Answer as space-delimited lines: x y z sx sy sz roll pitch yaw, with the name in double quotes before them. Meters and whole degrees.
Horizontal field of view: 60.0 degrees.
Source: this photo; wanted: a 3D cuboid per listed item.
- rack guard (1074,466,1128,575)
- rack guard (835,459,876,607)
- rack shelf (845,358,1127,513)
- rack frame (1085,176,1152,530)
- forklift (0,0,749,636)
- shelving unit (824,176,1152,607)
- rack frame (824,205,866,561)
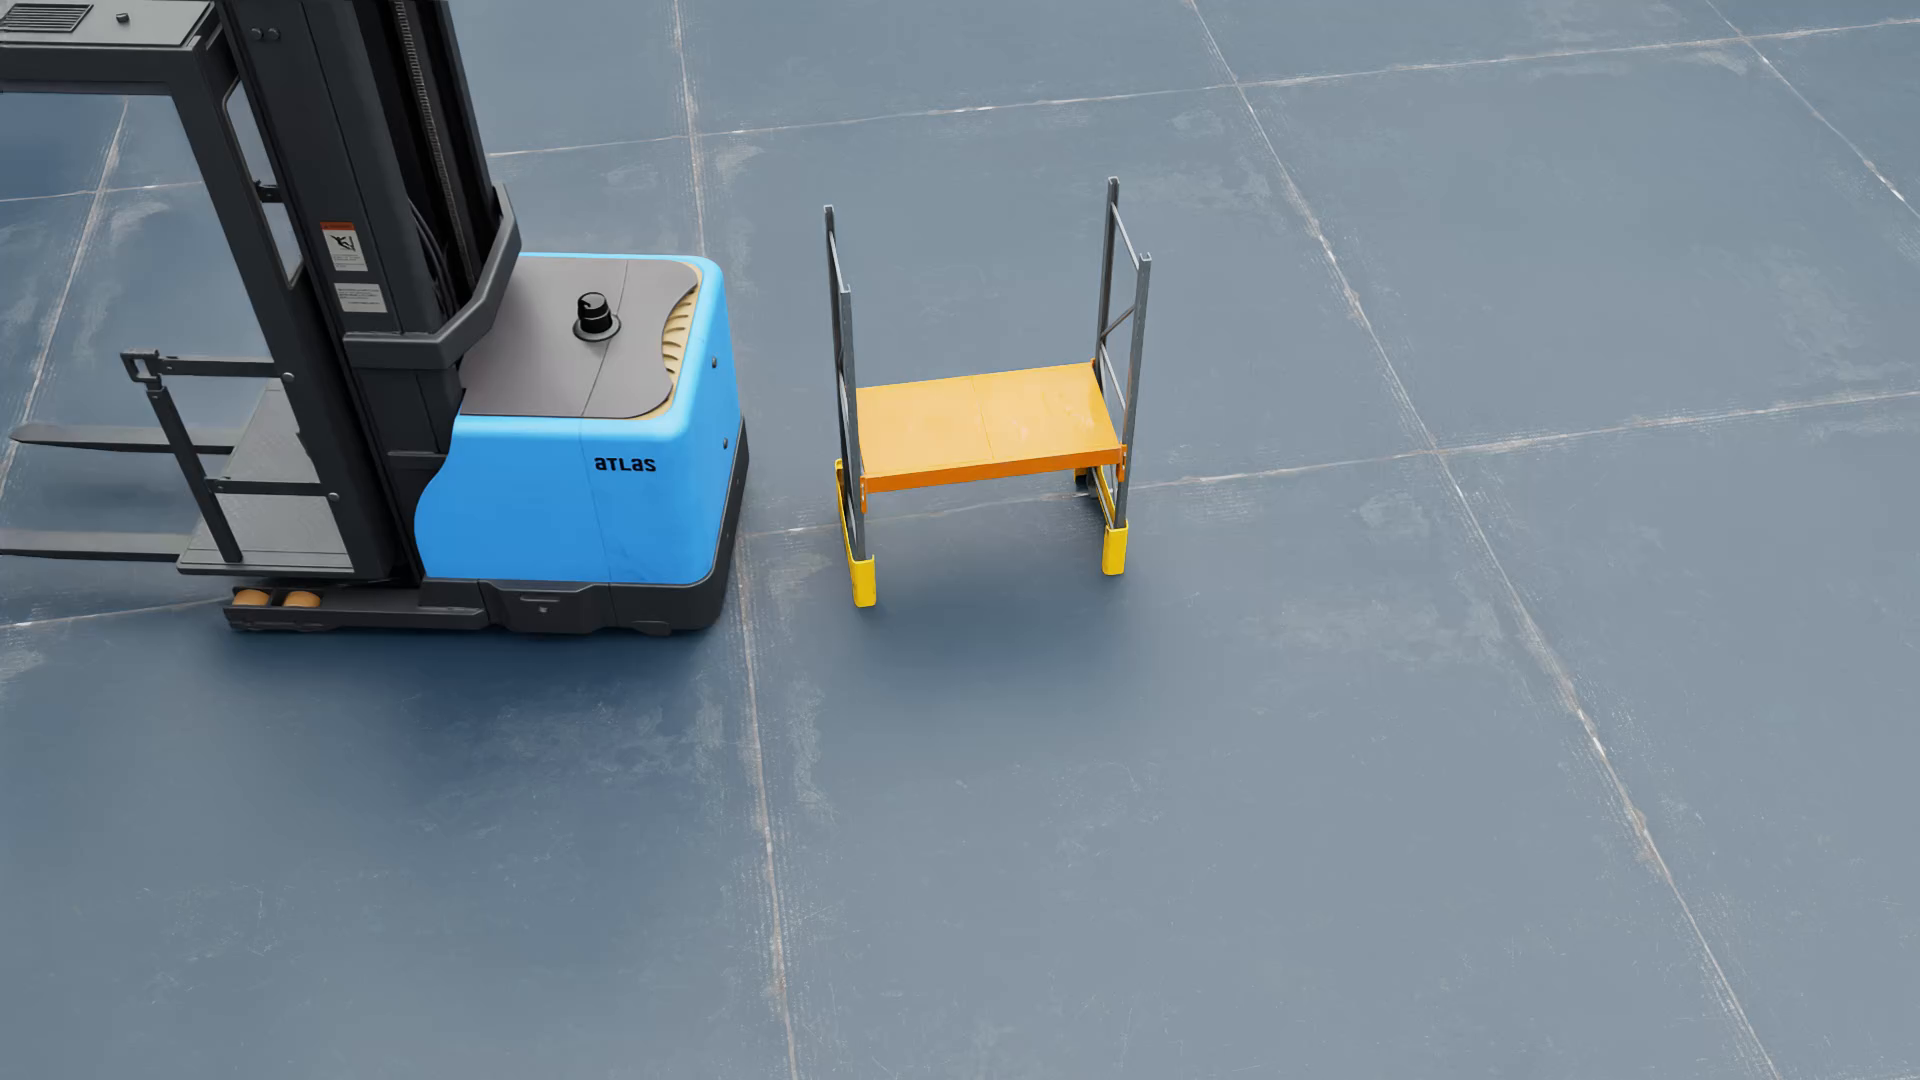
"rack guard" 0.566 -0.157 6.728 0.087 0.250 0.587 -7 46 -7
"rack guard" -0.416 -0.035 6.610 0.087 0.250 0.587 -7 46 -7
"rack shelf" 0.084 -0.406 6.350 1.000 0.185 0.538 -7 46 -7
"rack frame" 0.585 -0.593 6.280 0.032 1.500 0.500 -7 46 -7
"forklift" -2.414 -1.043 5.720 3.031 2.935 1.130 2 46 2
"shelving unit" 0.075 -0.530 6.219 1.083 1.500 0.587 -7 46 -7
"rack frame" -0.417 -0.468 6.160 0.032 1.500 0.500 -7 46 -7
